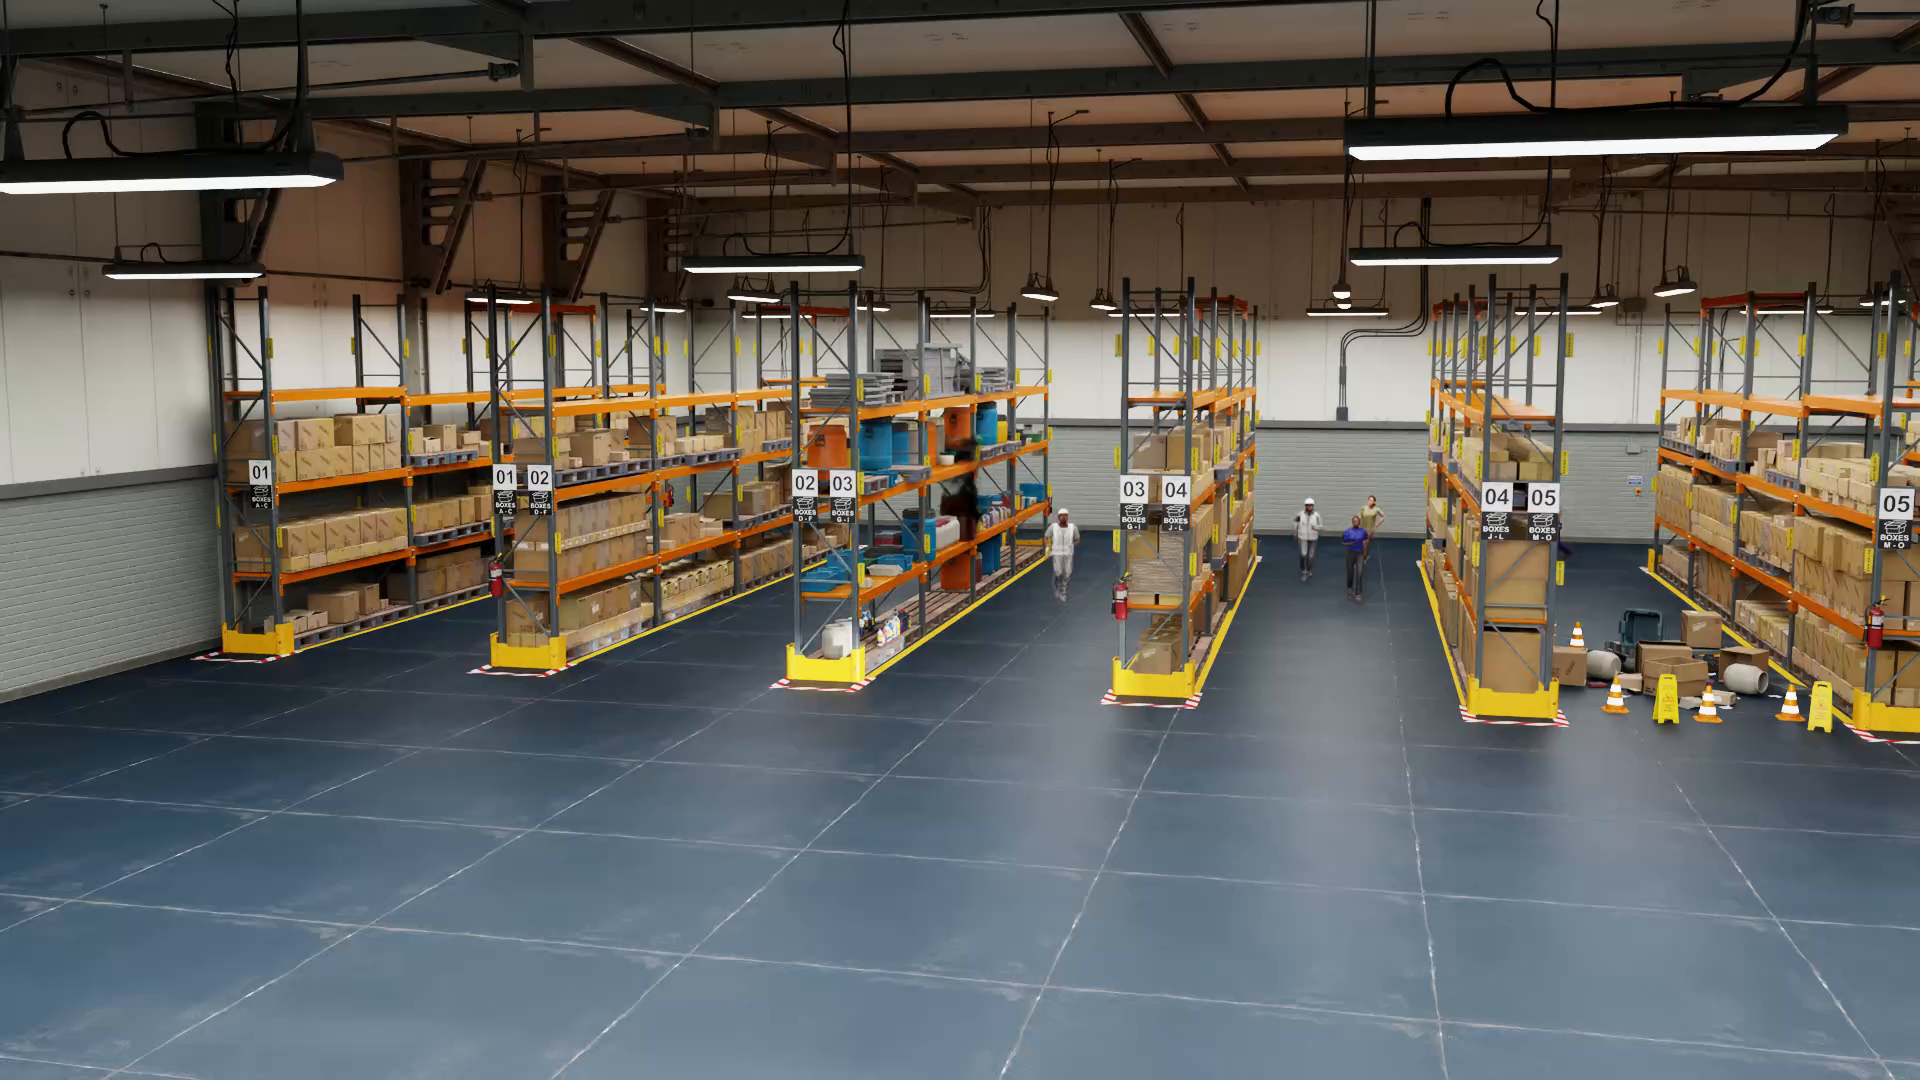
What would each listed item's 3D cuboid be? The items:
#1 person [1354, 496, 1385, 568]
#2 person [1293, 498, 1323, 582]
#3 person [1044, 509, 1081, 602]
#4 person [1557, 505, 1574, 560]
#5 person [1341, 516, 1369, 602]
[{"bbox_3d":[9.387,-0.201,38.160,0.592,1.665,0.873,5,9,40],"label":"person"},{"bbox_3d":[7.524,0.002,35.944,0.623,1.825,0.832,1,7,7],"label":"person"},{"bbox_3d":[1.915,0.293,30.949,0.683,1.749,0.542,0,7,-2],"label":"person"},{"bbox_3d":[13.980,-0.278,38.975,0.809,1.685,0.602,2,7,17],"label":"person"},{"bbox_3d":[7.866,0.388,33.109,0.575,1.576,0.909,1,7,8],"label":"person"}]
